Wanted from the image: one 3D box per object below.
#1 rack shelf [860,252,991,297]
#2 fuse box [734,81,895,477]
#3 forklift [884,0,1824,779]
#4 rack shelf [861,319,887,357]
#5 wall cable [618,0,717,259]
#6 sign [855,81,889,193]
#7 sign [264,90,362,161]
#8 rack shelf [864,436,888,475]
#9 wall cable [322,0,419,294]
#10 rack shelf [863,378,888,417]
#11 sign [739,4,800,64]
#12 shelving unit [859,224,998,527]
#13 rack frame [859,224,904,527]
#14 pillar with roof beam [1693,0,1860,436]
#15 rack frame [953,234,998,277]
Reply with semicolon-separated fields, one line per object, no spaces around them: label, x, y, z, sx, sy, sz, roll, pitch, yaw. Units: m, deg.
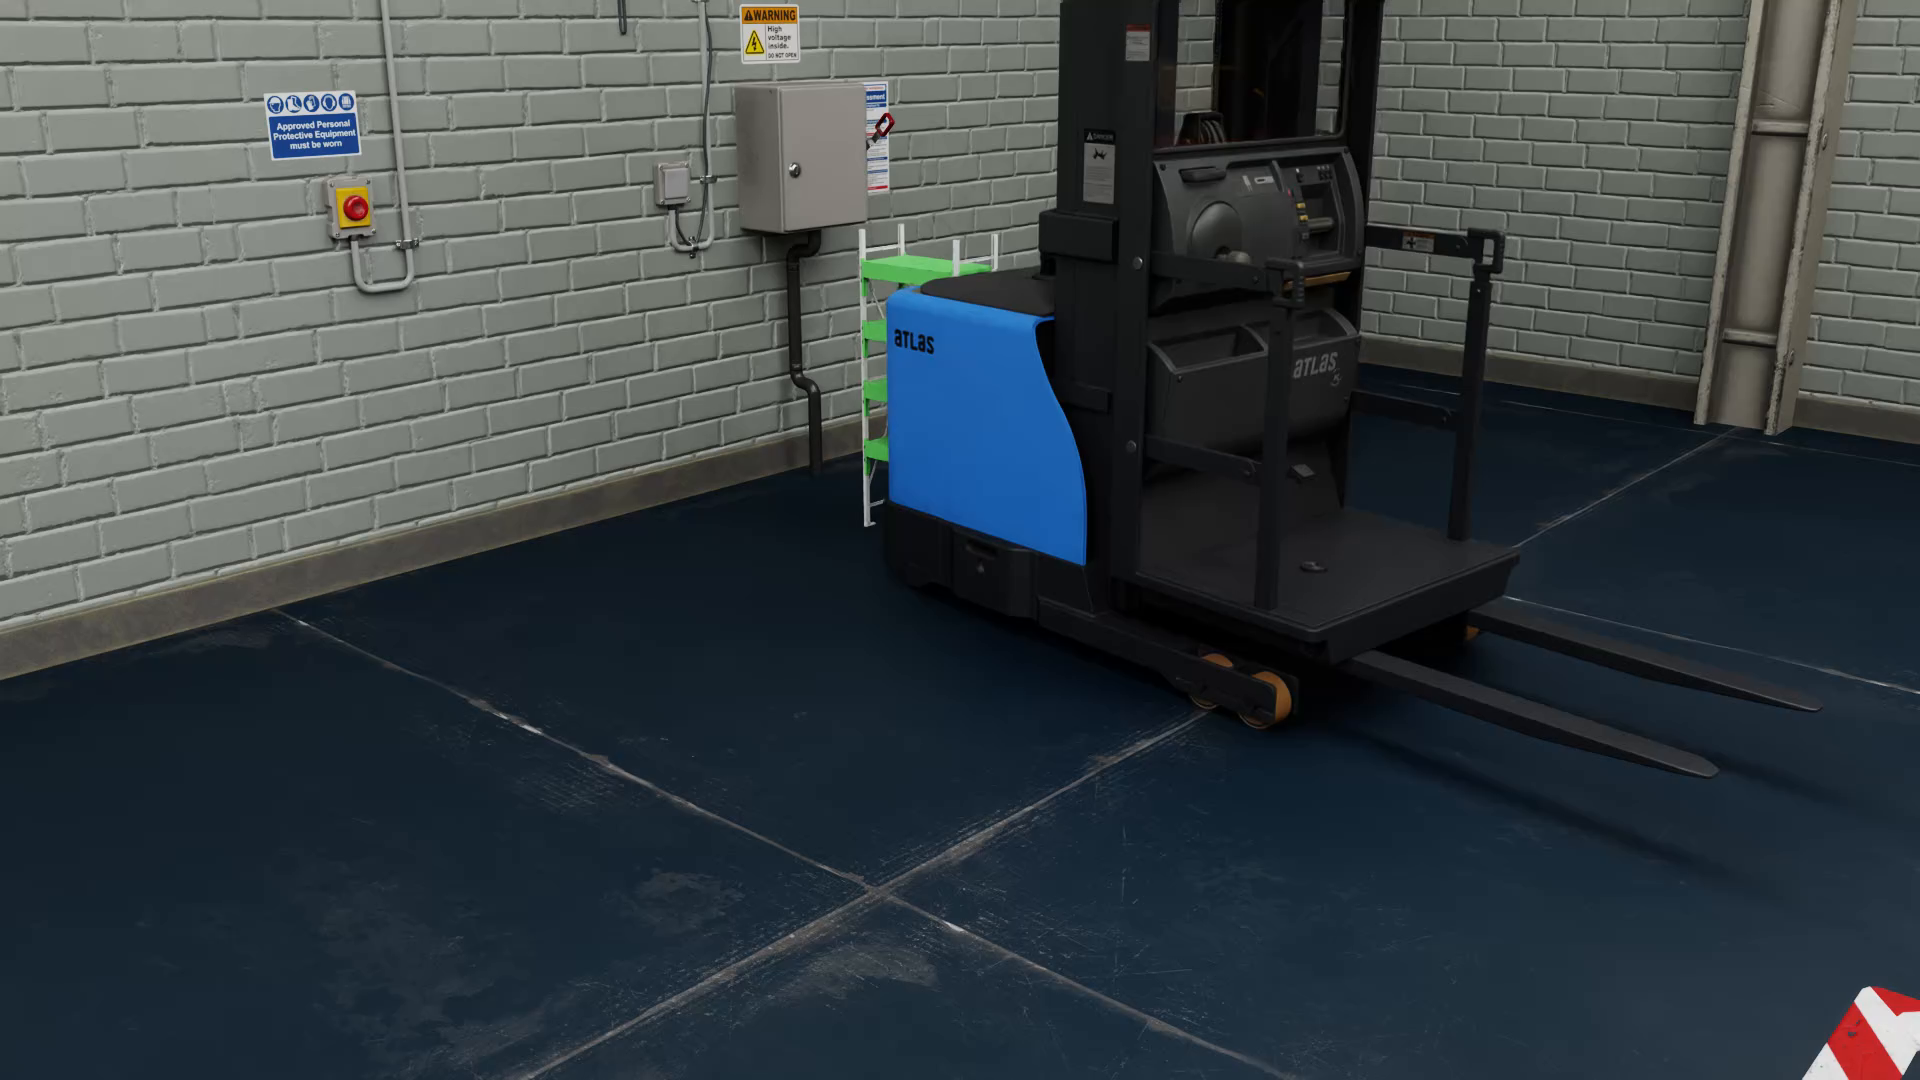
rack shelf;-0.124;-1.002;6.409;0.480;0.148;0.258;15;23;39
fuse box;-0.612;-1.111;7.282;0.414;1.711;0.539;15;23;39
forklift;1.076;-1.016;4.969;1.130;2.935;3.031;-15;23;-39
rack shelf;-0.124;-0.773;6.482;0.480;0.148;0.258;15;23;39
wall cable;-1.183;-2.086;6.547;0.122;1.984;0.588;15;23;39
sign;-0.439;-1.833;7.585;0.001;0.494;0.329;15;23;39
sign;-2.193;-1.409;5.645;0.001;0.218;0.327;15;23;39
rack shelf;-0.124;-0.315;6.627;0.480;0.148;0.258;15;23;39
wall cable;-2.116;-1.778;5.524;0.123;1.953;0.585;15;23;39
rack shelf;-0.124;-0.544;6.554;0.480;0.148;0.258;15;23;39
sign;-0.804;-2.147;7.054;0.001;0.242;0.339;15;23;39
shelving unit;-0.124;-0.605;6.535;0.503;1.200;0.258;15;23;39
rack frame;-0.306;-0.654;6.689;0.015;1.200;0.240;15;23;39
pillar with roof beam;1.133;-3.906;4.044;0.400;9.000;9.100;15;23;39
rack frame;0.059;-0.556;6.381;0.015;1.200;0.240;15;23;39
